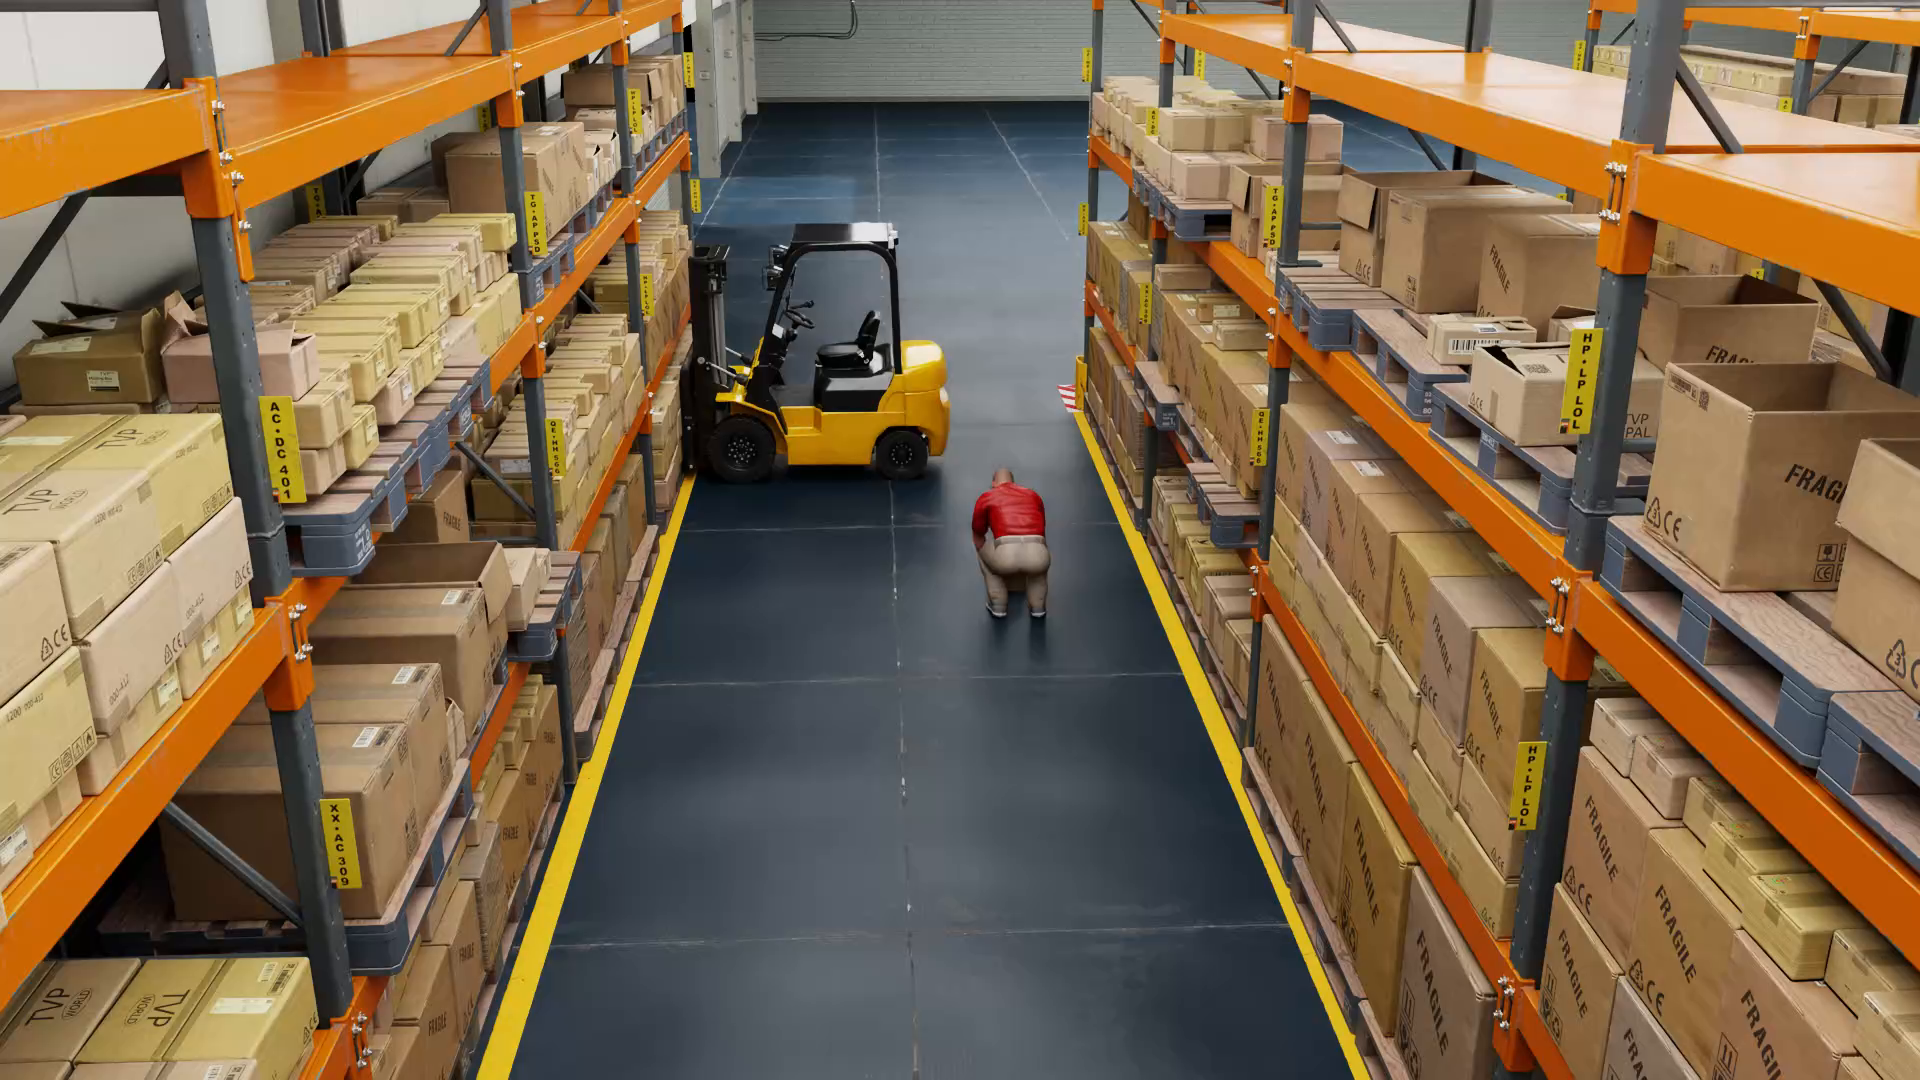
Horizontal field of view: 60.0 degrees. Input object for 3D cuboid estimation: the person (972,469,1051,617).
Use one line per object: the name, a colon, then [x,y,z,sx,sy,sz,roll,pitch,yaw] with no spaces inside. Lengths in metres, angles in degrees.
person: [0.381,0.034,12.145,0.571,0.948,0.886,-1,20,-3]
